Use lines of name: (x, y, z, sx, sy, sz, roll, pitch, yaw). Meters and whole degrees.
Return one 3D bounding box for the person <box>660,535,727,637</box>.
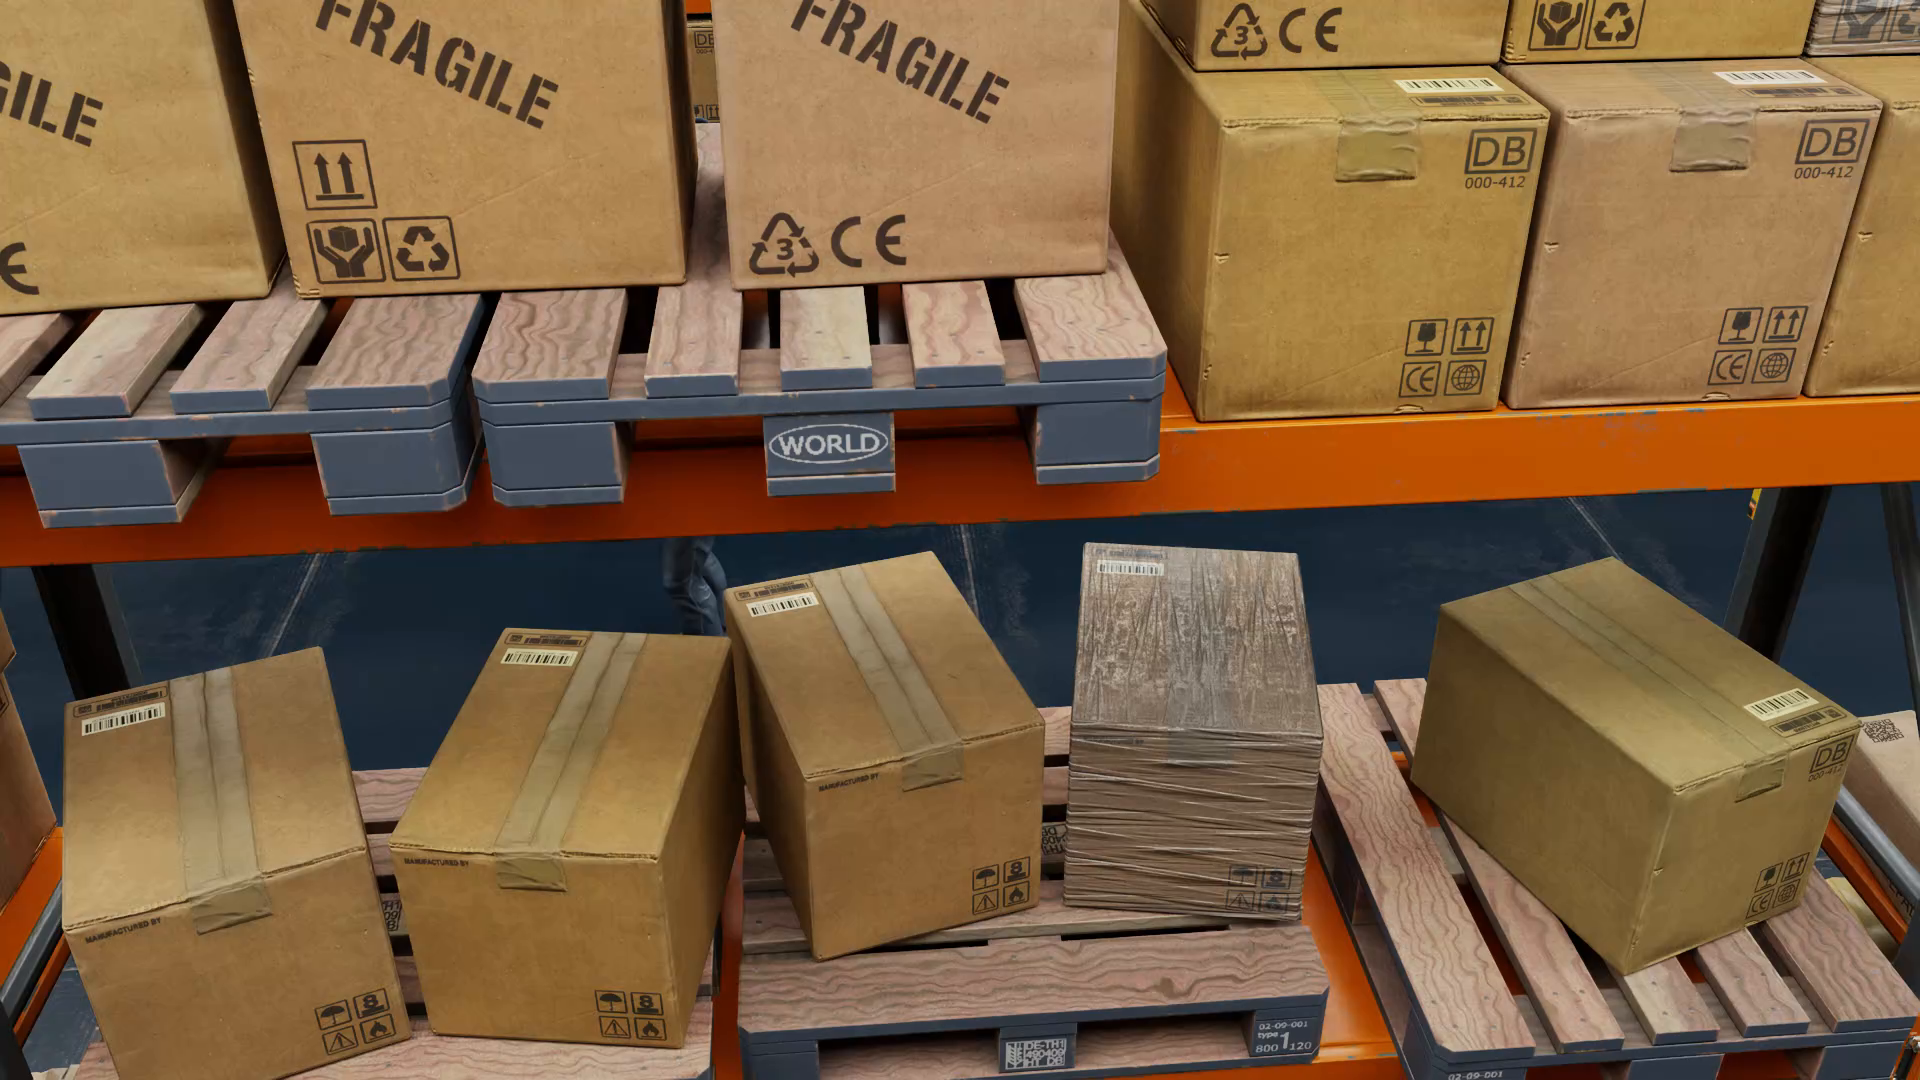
person: (-1.151, -0.203, 6.493, 0.612, 1.718, 0.493, -3, 31, -5)
